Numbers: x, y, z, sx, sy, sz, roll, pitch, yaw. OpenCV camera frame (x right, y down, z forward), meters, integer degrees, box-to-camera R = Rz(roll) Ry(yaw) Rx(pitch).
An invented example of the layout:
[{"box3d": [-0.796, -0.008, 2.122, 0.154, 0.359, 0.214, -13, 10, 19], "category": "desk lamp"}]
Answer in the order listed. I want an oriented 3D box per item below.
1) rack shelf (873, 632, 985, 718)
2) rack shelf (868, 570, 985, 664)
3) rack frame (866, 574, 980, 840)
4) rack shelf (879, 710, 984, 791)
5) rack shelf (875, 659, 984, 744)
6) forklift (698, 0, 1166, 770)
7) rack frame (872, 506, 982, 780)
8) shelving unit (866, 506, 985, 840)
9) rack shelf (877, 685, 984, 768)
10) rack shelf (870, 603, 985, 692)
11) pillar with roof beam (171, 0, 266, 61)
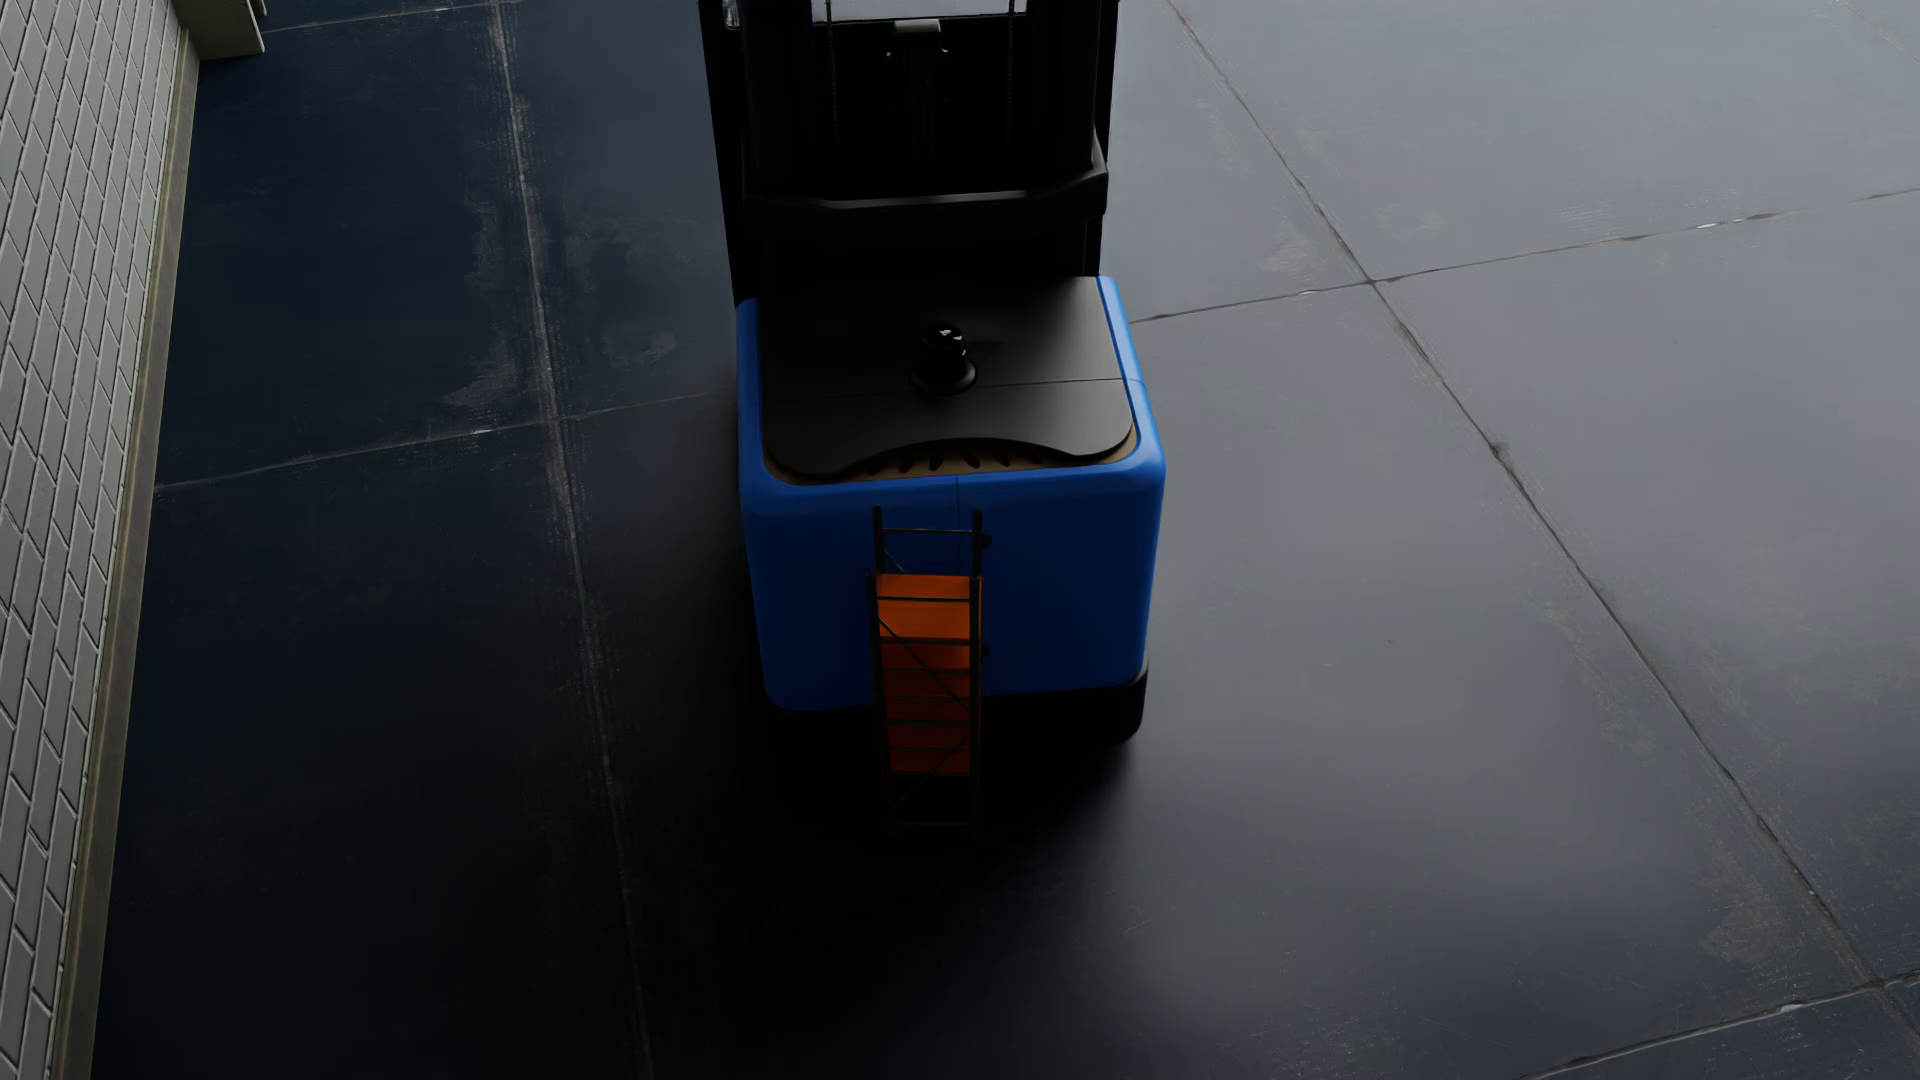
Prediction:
[{"box3d": [-0.073, 0.320, 3.981, 0.258, 0.103, 0.180, 2, 53, 2], "category": "rack shelf"}, {"box3d": [-0.074, 0.175, 3.790, 0.258, 0.103, 0.180, 2, 53, 2], "category": "rack shelf"}, {"box3d": [-0.076, 0.438, 3.986, 0.240, 1.200, 0.006, 2, 53, 2], "category": "rack frame"}, {"box3d": [-0.071, 0.536, 4.269, 0.258, 0.103, 0.180, 2, 53, 2], "category": "rack shelf"}, {"box3d": [-0.072, 0.392, 4.077, 0.258, 0.103, 0.180, 2, 53, 2], "category": "rack shelf"}, {"box3d": [-0.157, -1.454, 4.623, 1.130, 2.935, 3.031, -4, 46, -4], "category": "forklift"}, {"box3d": [-0.069, 0.292, 4.097, 0.240, 1.200, 0.006, 2, 53, 2], "category": "rack frame"}, {"box3d": [-0.072, 0.365, 4.042, 0.258, 1.200, 0.189, 2, 53, 2], "category": "shelving unit"}, {"box3d": [-0.072, 0.464, 4.173, 0.258, 0.103, 0.180, 2, 53, 2], "category": "rack shelf"}, {"box3d": [-0.073, 0.247, 3.885, 0.258, 0.103, 0.180, 2, 53, 2], "category": "rack shelf"}, {"box3d": [0.878, -6.204, 5.029, 9.100, 9.000, 0.400, -11, 47, -10], "category": "pillar with roof beam"}]
